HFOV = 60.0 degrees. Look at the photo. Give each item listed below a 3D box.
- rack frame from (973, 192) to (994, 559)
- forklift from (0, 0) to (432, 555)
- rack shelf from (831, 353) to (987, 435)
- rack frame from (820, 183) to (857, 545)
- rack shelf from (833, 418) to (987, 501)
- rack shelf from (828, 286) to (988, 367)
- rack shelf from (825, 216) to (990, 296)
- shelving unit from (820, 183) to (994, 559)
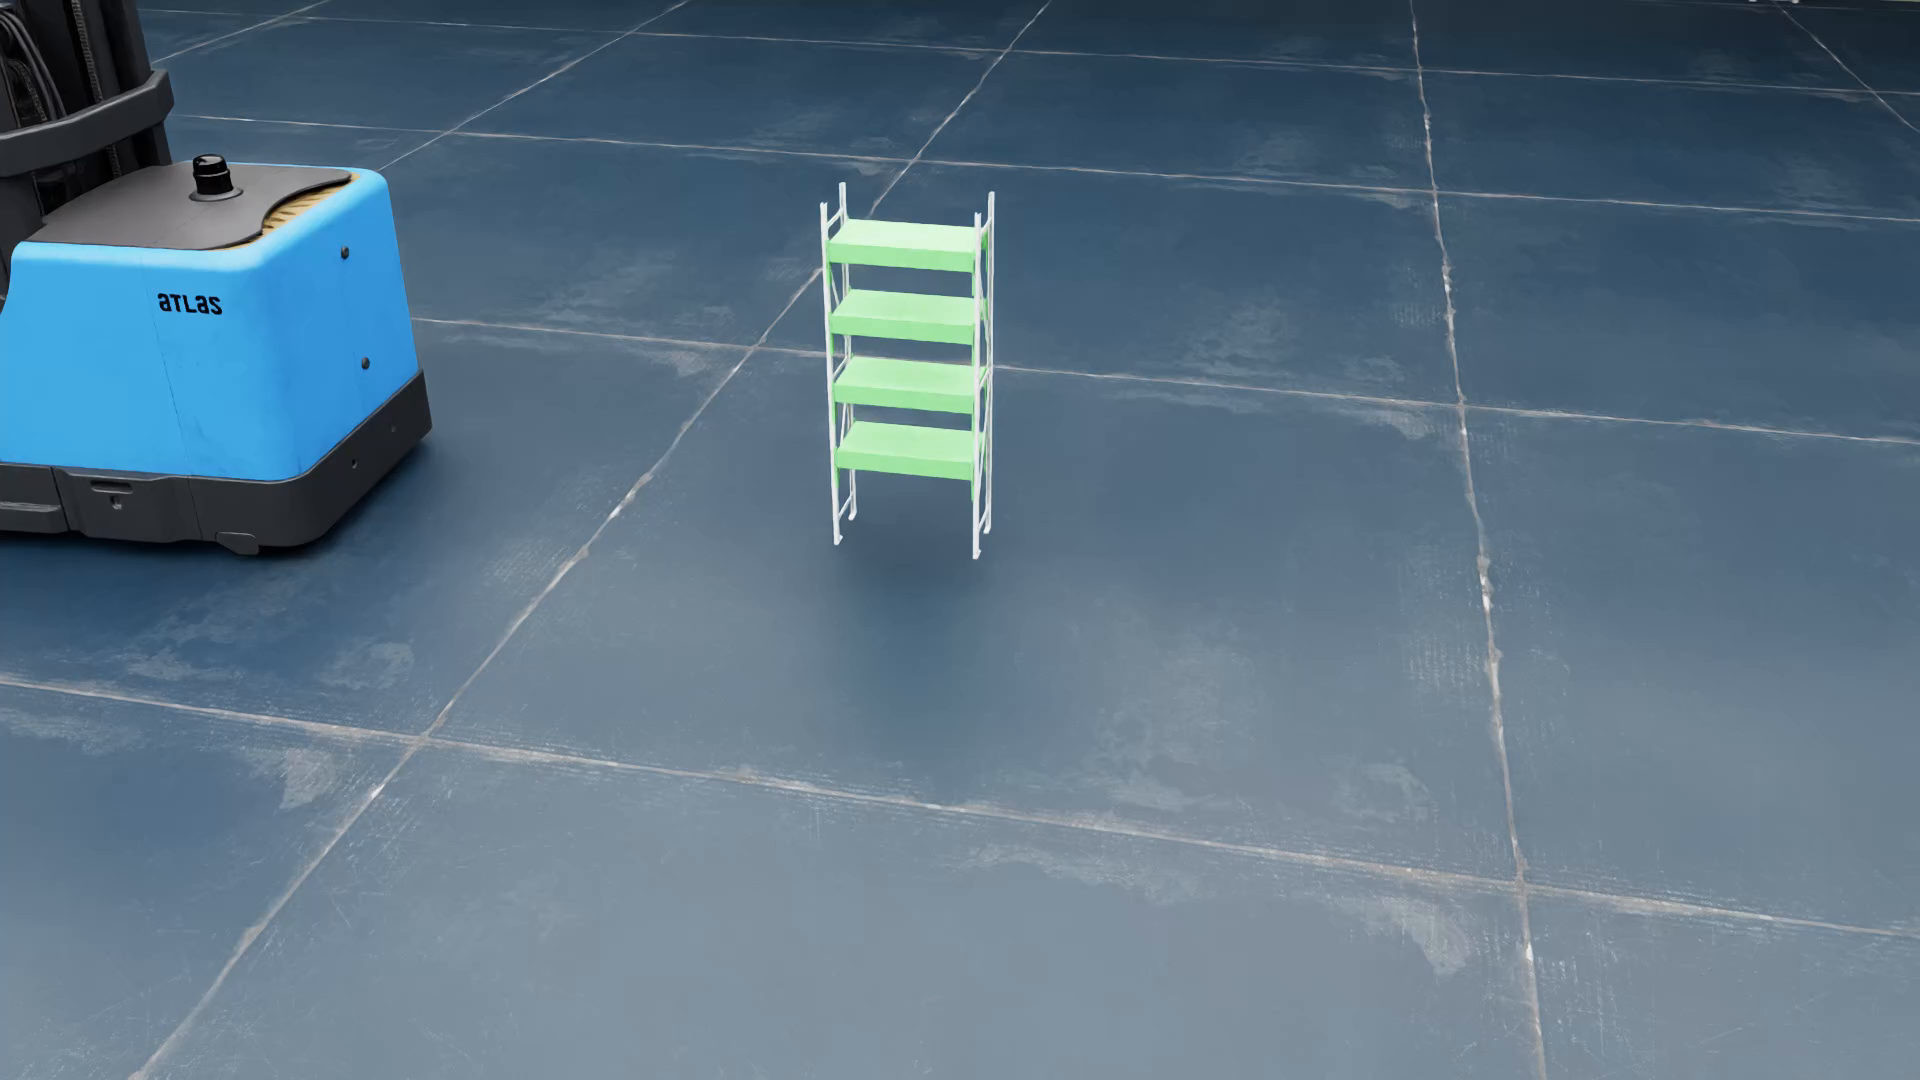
[{"bbox_3d":[0.077,-0.518,5.448,0.015,1.200,0.240,6,29,11],"label":"rack frame"},{"bbox_3d":[-3.588,-1.551,5.532,3.031,2.935,1.130,4,29,8],"label":"forklift"},{"bbox_3d":[-0.162,-0.487,5.523,0.480,0.148,0.258,6,29,11],"label":"rack shelf"},{"bbox_3d":[-0.401,-0.567,5.537,0.015,1.200,0.240,6,29,11],"label":"rack frame"},{"bbox_3d":[-0.162,-0.276,5.638,0.480,0.148,0.258,6,29,11],"label":"rack shelf"},{"bbox_3d":[-0.162,-0.697,5.408,0.480,0.148,0.258,6,29,11],"label":"rack shelf"},{"bbox_3d":[-0.162,-0.908,5.292,0.480,0.148,0.258,6,29,11],"label":"rack shelf"},{"bbox_3d":[-0.162,-0.543,5.492,0.503,1.200,0.258,6,29,11],"label":"shelving unit"}]
